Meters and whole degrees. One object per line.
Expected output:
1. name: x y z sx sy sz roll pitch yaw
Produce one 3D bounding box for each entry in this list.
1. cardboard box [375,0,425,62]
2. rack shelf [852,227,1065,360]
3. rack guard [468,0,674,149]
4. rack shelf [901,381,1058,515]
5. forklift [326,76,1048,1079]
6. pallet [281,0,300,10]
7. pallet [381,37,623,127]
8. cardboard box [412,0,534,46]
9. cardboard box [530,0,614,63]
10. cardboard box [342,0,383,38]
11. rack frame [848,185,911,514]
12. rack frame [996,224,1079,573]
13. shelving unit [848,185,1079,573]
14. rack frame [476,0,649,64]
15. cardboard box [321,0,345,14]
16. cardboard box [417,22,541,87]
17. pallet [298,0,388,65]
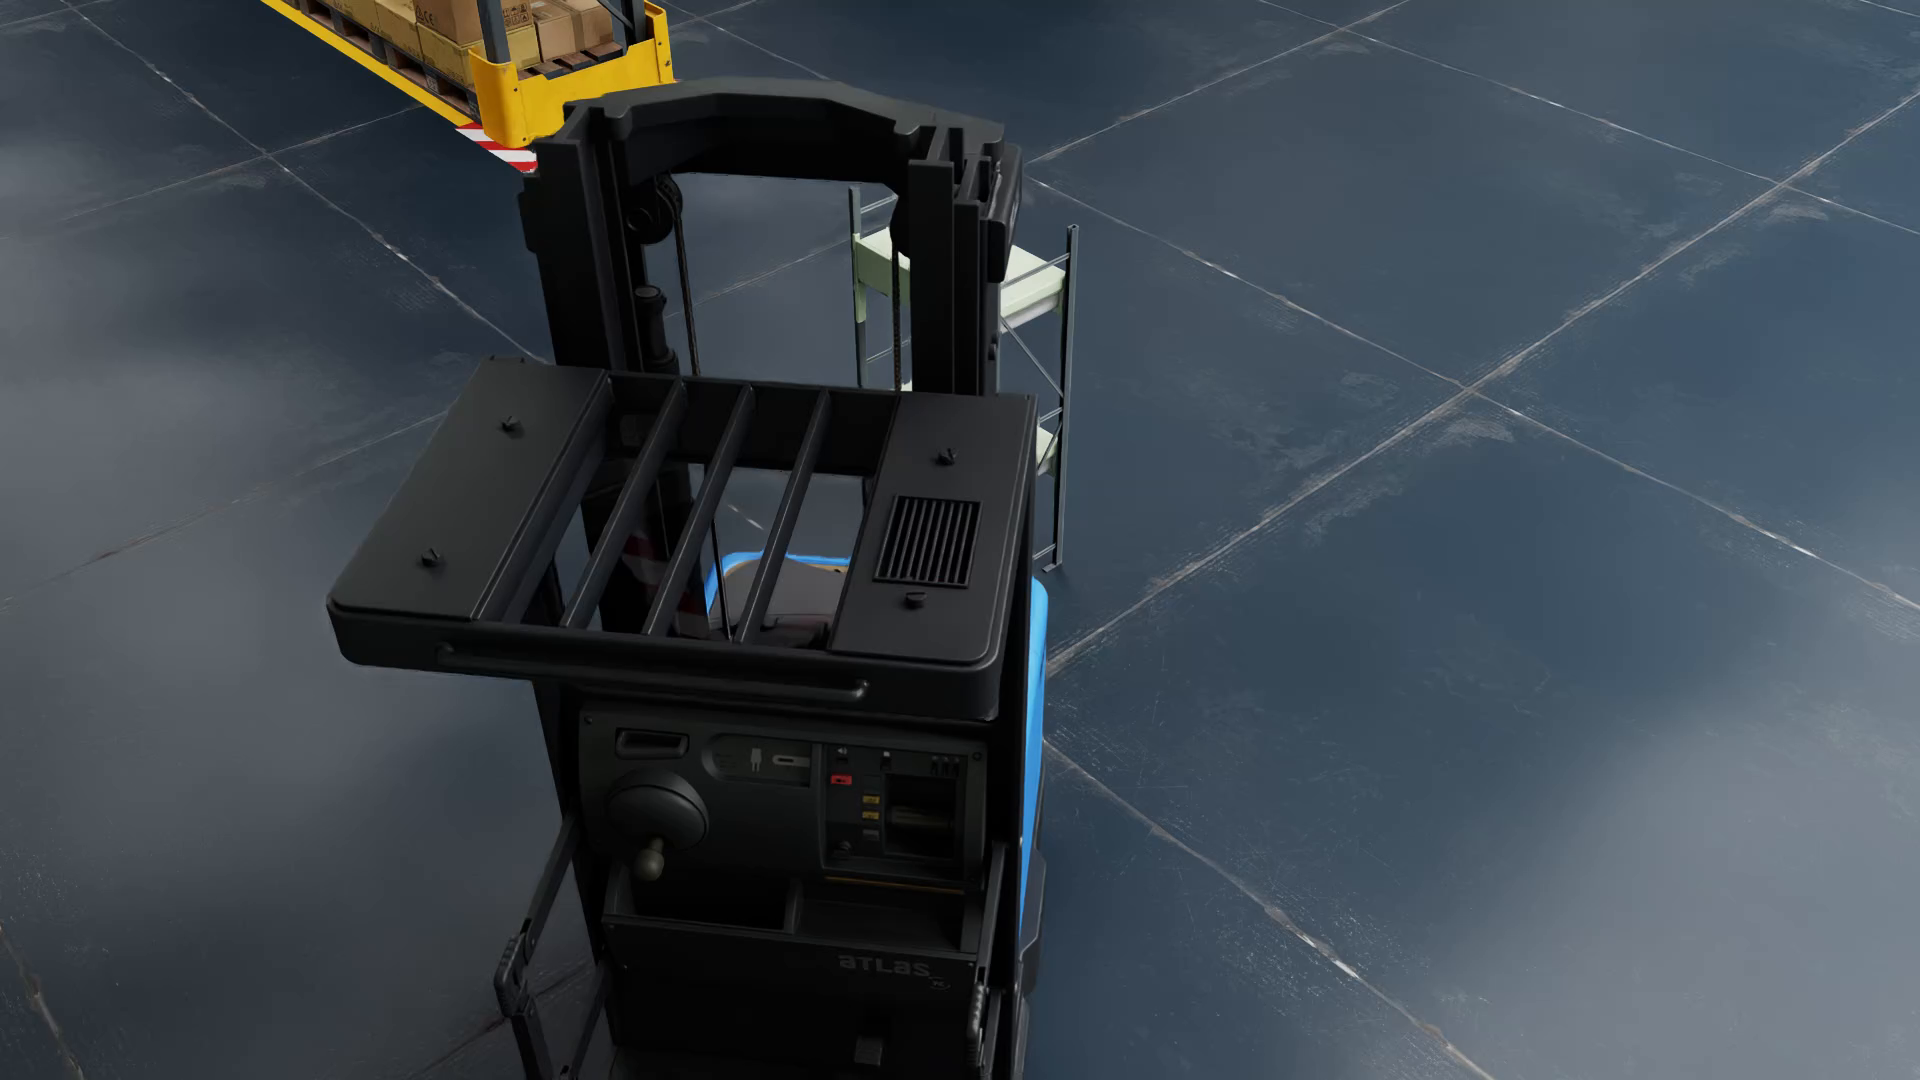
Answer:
1. cardboard box: -3.199 -3.173 10.146 0.500 0.250 0.500 -30 48 -32
2. rack shelf: 0.005 -0.884 6.030 0.431 0.370 0.720 -30 48 -32
3. rack guard: -2.255 -2.747 9.754 1.175 0.500 0.348 -30 48 -32
4. rack shelf: 0.005 -0.327 6.480 0.431 0.370 0.720 -30 48 -32
5. forklift: -0.428 0.671 3.587 1.130 2.935 3.031 5 39 6
6. pallet: -4.470 -4.111 11.672 1.003 0.211 1.213 -30 48 -32
7. pallet: -2.820 -2.982 10.274 1.003 0.211 1.213 -30 48 -32
8. cardboard box: -2.854 -3.238 9.629 0.500 0.500 0.500 -30 48 -32
9. cardboard box: -2.470 -3.167 10.138 0.500 0.250 0.500 -30 48 -32
10. cardboard box: -3.538 -3.404 10.432 0.500 0.250 0.500 -30 48 -32
11. rack frame: -0.243 -0.750 6.485 0.400 1.500 0.023 -30 48 -32
12. rack frame: 0.252 -0.411 6.065 0.400 1.500 0.023 -30 48 -32
13. shelving unit: 0.005 -0.580 6.275 0.431 1.500 0.755 -30 48 -32
14. rack frame: -2.272 -3.731 8.982 1.000 3.000 0.127 -30 48 -32
15. cardboard box: -3.875 -3.636 10.719 0.500 0.250 0.500 -30 48 -32
16. cardboard box: -2.852 -2.947 9.866 0.500 0.250 0.500 -30 48 -32
17. pallet: -3.641 -3.546 10.973 1.003 0.211 1.213 -30 48 -32
